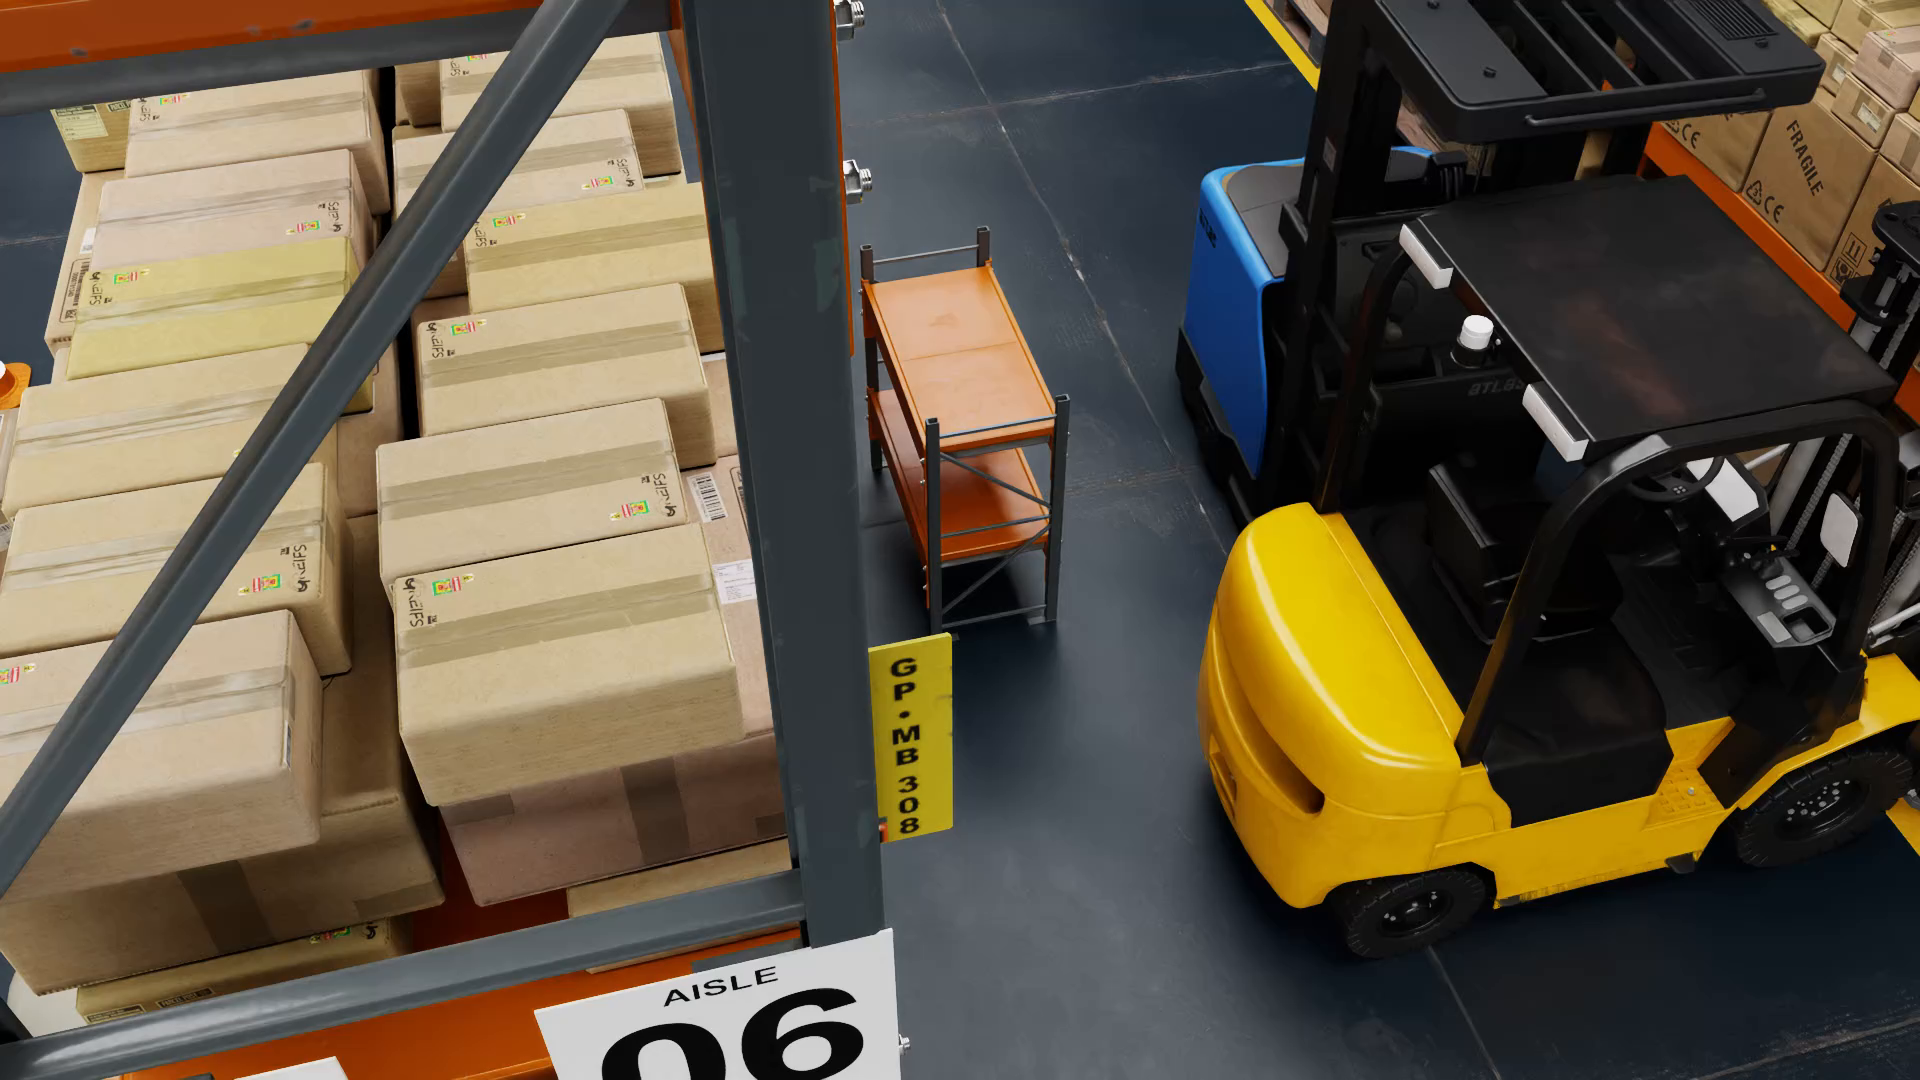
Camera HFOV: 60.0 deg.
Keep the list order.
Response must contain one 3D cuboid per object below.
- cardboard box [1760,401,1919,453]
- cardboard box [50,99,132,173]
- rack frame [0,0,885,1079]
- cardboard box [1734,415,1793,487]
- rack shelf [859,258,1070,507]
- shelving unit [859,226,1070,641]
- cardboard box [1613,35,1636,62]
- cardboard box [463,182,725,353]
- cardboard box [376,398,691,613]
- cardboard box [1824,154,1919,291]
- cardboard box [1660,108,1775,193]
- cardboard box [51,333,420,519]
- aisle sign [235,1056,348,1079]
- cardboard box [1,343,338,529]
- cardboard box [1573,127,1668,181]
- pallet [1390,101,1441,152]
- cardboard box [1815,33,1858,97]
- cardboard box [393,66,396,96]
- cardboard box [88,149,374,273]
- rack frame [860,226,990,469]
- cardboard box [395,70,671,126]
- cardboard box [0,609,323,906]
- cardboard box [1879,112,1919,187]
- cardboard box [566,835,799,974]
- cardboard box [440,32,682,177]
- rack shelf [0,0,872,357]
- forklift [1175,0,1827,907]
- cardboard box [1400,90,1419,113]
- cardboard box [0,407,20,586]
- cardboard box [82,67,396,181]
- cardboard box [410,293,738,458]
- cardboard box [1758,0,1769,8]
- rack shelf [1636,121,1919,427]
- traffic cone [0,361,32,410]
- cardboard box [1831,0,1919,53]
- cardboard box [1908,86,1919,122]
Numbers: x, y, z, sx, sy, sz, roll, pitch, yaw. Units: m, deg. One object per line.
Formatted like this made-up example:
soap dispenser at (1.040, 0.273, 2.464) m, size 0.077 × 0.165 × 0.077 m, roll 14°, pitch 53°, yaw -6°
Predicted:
cardboard box at (3.272, -0.449, 6.021) m, size 0.500 × 0.250 × 0.500 m, roll -9°, pitch 46°, yaw -9°
cardboard box at (-1.379, -0.804, 2.955) m, size 0.380 × 0.149 × 0.250 m, roll -10°, pitch 46°, yaw -9°
rack frame at (-0.581, -0.430, 0.871) m, size 1.000 × 3.000 × 0.127 m, roll -11°, pitch 47°, yaw -10°
cardboard box at (3.266, -0.275, 6.200) m, size 0.500 × 0.250 × 0.500 m, roll -11°, pitch 47°, yaw -11°
rack shelf at (-0.002, -0.603, 6.144) m, size 0.538 × 0.278 × 1.000 m, roll -11°, pitch 47°, yaw -10°
shelving unit at (-0.002, -0.398, 6.353) m, size 0.538 × 1.125 × 1.048 m, roll -11°, pitch 47°, yaw -10°
cardboard box at (2.810, -2.250, 6.960) m, size 0.500 × 0.250 × 0.500 m, roll -10°, pitch 46°, yaw -9°
cardboard box at (-0.552, -0.396, 2.555) m, size 0.380 × 0.149 × 0.250 m, roll -11°, pitch 47°, yaw -10°
cardboard box at (-0.555, -0.025, 2.192) m, size 0.380 × 0.149 × 0.250 m, roll -11°, pitch 47°, yaw -10°
cardboard box at (3.333, -0.977, 5.538) m, size 0.500 × 0.500 × 0.500 m, roll -11°, pitch 47°, yaw -11°
cardboard box at (3.053, -1.683, 6.229) m, size 0.500 × 0.500 × 0.500 m, roll -12°, pitch 47°, yaw -11°
cardboard box at (-1.088, -0.086, 2.531) m, size 0.500 × 0.250 × 0.500 m, roll -11°, pitch 47°, yaw -11°
aisle sign at (-0.846, 0.855, 1.991) m, size 0.394 × 0.787 × 0.004 m, roll -11°, pitch 47°, yaw -10°
cardboard box at (-1.065, -0.109, 2.274) m, size 0.380 × 0.149 × 0.250 m, roll -11°, pitch 47°, yaw -11°
cardboard box at (3.047, -1.676, 7.661) m, size 0.875 × 0.625 × 0.625 m, roll -9°, pitch 46°, yaw -9°
pallet at (2.650, -2.372, 8.927) m, size 1.003 × 0.211 × 1.213 m, roll -11°, pitch 47°, yaw -10°
cardboard box at (3.181, -1.643, 5.736) m, size 0.380 × 0.149 × 0.250 m, roll -11°, pitch 47°, yaw -10°
cardboard box at (-1.496, -1.086, 3.789) m, size 0.380 × 0.149 × 0.250 m, roll -12°, pitch 47°, yaw -12°
cardboard box at (-1.136, -0.464, 2.622) m, size 0.380 × 0.149 × 0.250 m, roll -11°, pitch 47°, yaw -10°
rack frame at (-0.132, -0.749, 6.697) m, size 0.500 × 1.125 × 0.032 m, roll -11°, pitch 47°, yaw -10°
cardboard box at (-0.841, -0.887, 3.315) m, size 0.500 × 0.250 × 0.500 m, roll -10°, pitch 46°, yaw -9°
cardboard box at (-0.953, 0.249, 1.923) m, size 0.380 × 0.149 × 0.250 m, roll -10°, pitch 46°, yaw -10°
cardboard box at (3.238, -1.278, 5.378) m, size 0.380 × 0.149 × 0.250 m, roll -11°, pitch 47°, yaw -11°
cardboard box at (-0.352, 0.419, 2.315) m, size 0.380 × 0.149 × 0.250 m, roll -11°, pitch 47°, yaw -10°
cardboard box at (-0.696, -0.745, 2.897) m, size 0.380 × 0.149 × 0.250 m, roll -10°, pitch 46°, yaw -9°
rack shelf at (-1.093, -1.558, 2.482) m, size 1.077 × 0.370 × 4.000 m, roll -11°, pitch 47°, yaw -10°
forklift at (1.754, -0.811, 5.492) m, size 1.130 × 2.935 × 3.031 m, roll -8°, pitch 46°, yaw -8°
cardboard box at (2.662, -2.732, 8.696) m, size 0.875 × 0.625 × 0.625 m, roll -12°, pitch 47°, yaw -12°
cardboard box at (-3.318, -0.136, 6.003) m, size 0.500 × 0.500 × 0.500 m, roll -11°, pitch 47°, yaw -10°
cardboard box at (-1.369, -0.789, 3.220) m, size 0.500 × 0.250 × 0.500 m, roll -10°, pitch 46°, yaw -10°
cardboard box at (-0.572, -0.177, 2.620) m, size 0.500 × 0.250 × 0.500 m, roll -11°, pitch 47°, yaw -11°
cardboard box at (3.019, -1.996, 6.082) m, size 0.380 × 0.149 × 0.250 m, roll -11°, pitch 47°, yaw -11°
rack shelf at (3.704, -0.370, 5.516) m, size 1.077 × 0.370 × 4.000 m, roll -11°, pitch 47°, yaw -10°
traffic cone at (-4.317, -0.822, 7.231) m, size 0.336 × 0.463 × 0.334 m, roll -11°, pitch 47°, yaw -10°
cardboard box at (3.215, -1.756, 5.638) m, size 0.380 × 0.149 × 0.250 m, roll -11°, pitch 47°, yaw -11°
cardboard box at (3.274, -1.385, 5.275) m, size 0.380 × 0.149 × 0.250 m, roll -11°, pitch 47°, yaw -11°
